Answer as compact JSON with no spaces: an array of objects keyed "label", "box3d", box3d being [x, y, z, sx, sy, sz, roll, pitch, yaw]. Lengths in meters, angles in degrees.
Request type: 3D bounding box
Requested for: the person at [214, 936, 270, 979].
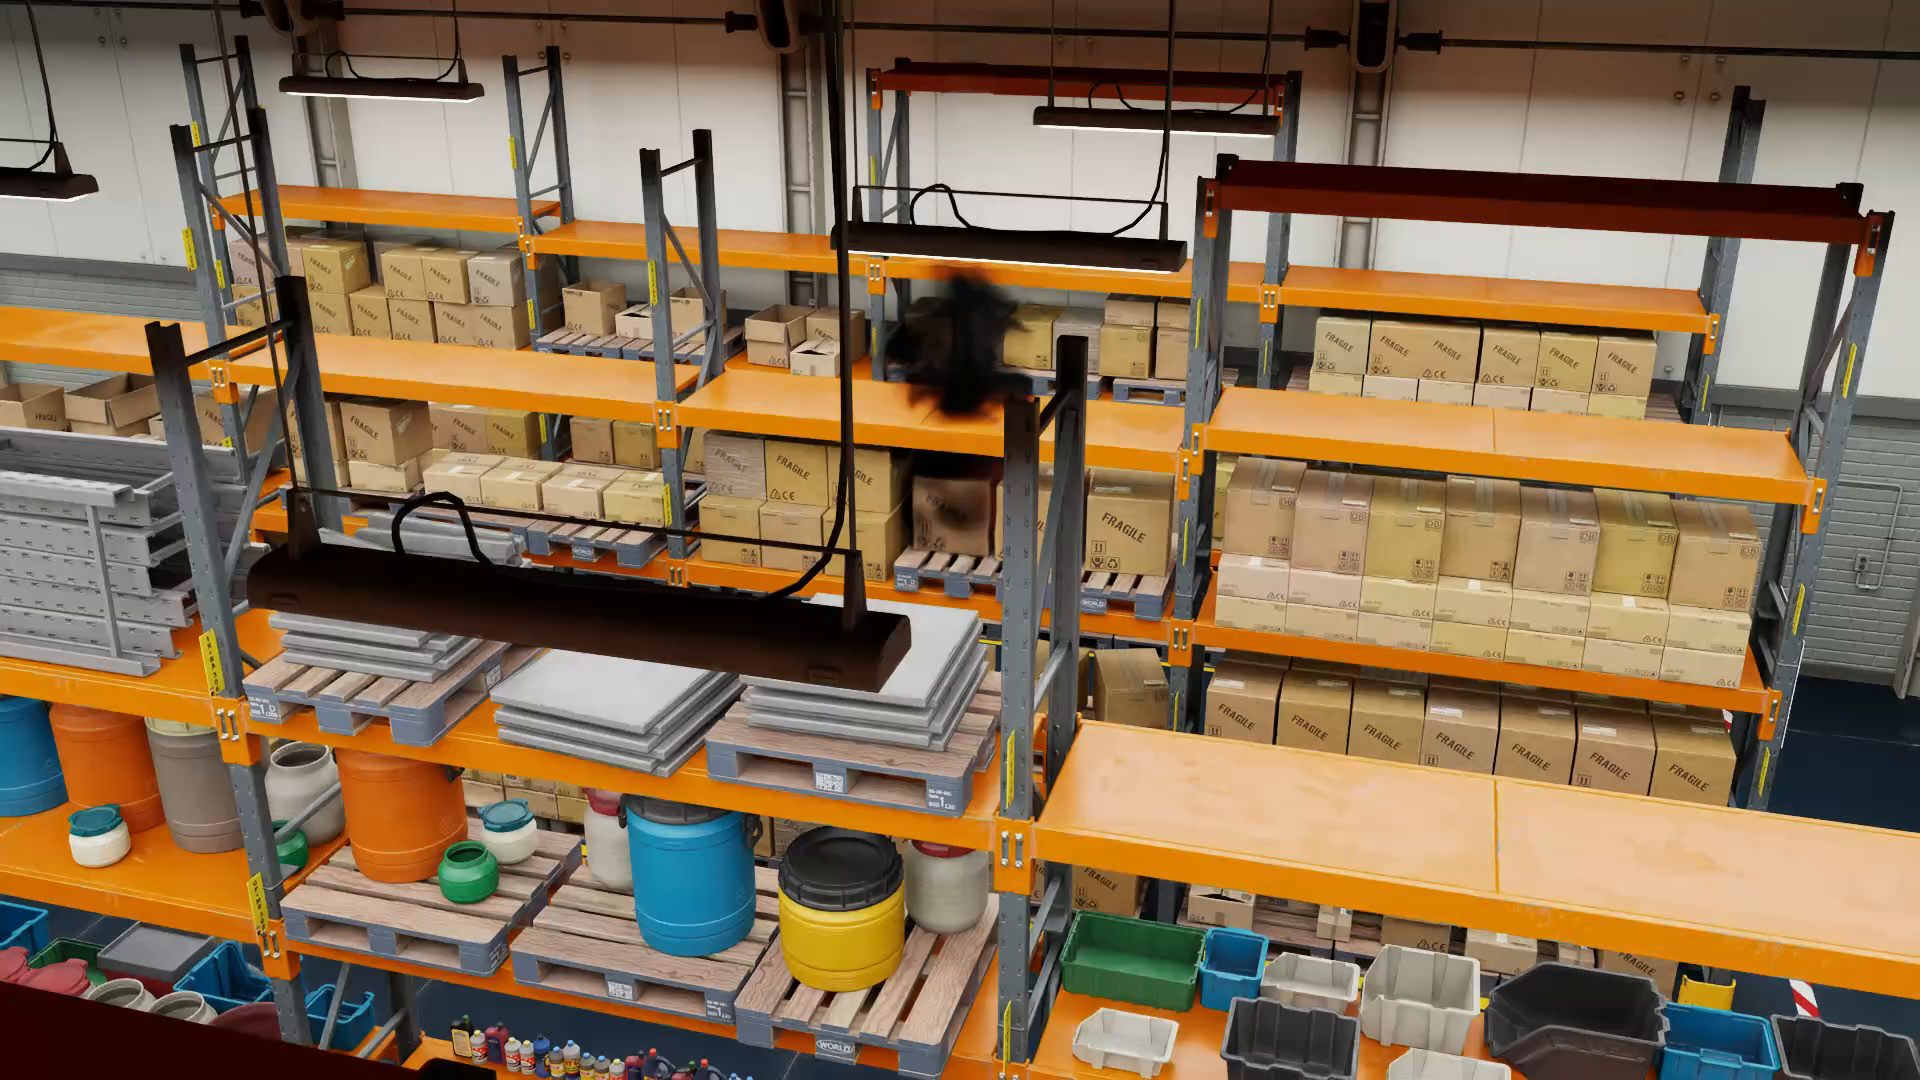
[{"label":"person","box3d":[-5.264,2.841,11.879,0.819,1.570,0.552,6,23,13]}]
